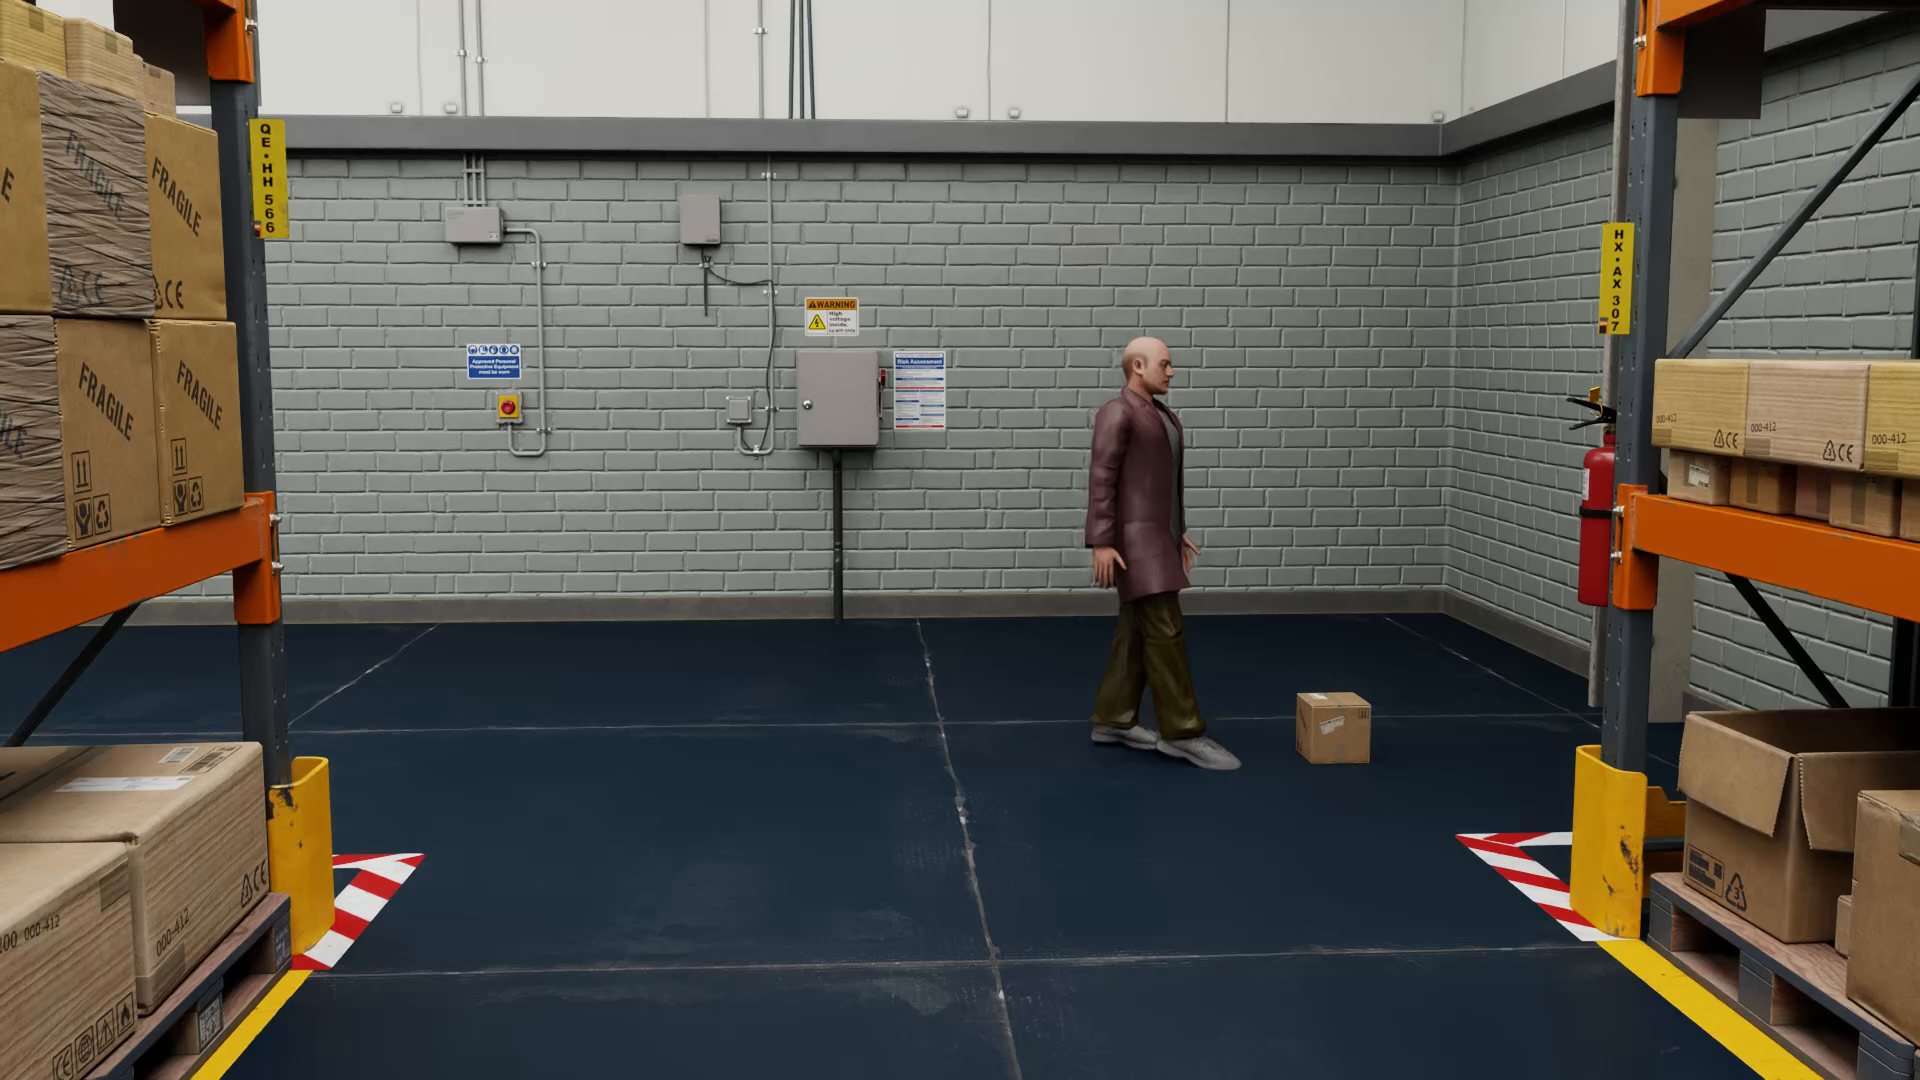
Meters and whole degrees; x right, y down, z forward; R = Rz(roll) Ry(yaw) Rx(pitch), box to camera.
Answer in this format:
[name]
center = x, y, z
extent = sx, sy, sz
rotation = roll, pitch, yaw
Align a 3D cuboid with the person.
[person]
center = 0.908, 0.034, 7.064
extent = 0.737, 1.784, 0.665
rotation = 4, 8, 28
